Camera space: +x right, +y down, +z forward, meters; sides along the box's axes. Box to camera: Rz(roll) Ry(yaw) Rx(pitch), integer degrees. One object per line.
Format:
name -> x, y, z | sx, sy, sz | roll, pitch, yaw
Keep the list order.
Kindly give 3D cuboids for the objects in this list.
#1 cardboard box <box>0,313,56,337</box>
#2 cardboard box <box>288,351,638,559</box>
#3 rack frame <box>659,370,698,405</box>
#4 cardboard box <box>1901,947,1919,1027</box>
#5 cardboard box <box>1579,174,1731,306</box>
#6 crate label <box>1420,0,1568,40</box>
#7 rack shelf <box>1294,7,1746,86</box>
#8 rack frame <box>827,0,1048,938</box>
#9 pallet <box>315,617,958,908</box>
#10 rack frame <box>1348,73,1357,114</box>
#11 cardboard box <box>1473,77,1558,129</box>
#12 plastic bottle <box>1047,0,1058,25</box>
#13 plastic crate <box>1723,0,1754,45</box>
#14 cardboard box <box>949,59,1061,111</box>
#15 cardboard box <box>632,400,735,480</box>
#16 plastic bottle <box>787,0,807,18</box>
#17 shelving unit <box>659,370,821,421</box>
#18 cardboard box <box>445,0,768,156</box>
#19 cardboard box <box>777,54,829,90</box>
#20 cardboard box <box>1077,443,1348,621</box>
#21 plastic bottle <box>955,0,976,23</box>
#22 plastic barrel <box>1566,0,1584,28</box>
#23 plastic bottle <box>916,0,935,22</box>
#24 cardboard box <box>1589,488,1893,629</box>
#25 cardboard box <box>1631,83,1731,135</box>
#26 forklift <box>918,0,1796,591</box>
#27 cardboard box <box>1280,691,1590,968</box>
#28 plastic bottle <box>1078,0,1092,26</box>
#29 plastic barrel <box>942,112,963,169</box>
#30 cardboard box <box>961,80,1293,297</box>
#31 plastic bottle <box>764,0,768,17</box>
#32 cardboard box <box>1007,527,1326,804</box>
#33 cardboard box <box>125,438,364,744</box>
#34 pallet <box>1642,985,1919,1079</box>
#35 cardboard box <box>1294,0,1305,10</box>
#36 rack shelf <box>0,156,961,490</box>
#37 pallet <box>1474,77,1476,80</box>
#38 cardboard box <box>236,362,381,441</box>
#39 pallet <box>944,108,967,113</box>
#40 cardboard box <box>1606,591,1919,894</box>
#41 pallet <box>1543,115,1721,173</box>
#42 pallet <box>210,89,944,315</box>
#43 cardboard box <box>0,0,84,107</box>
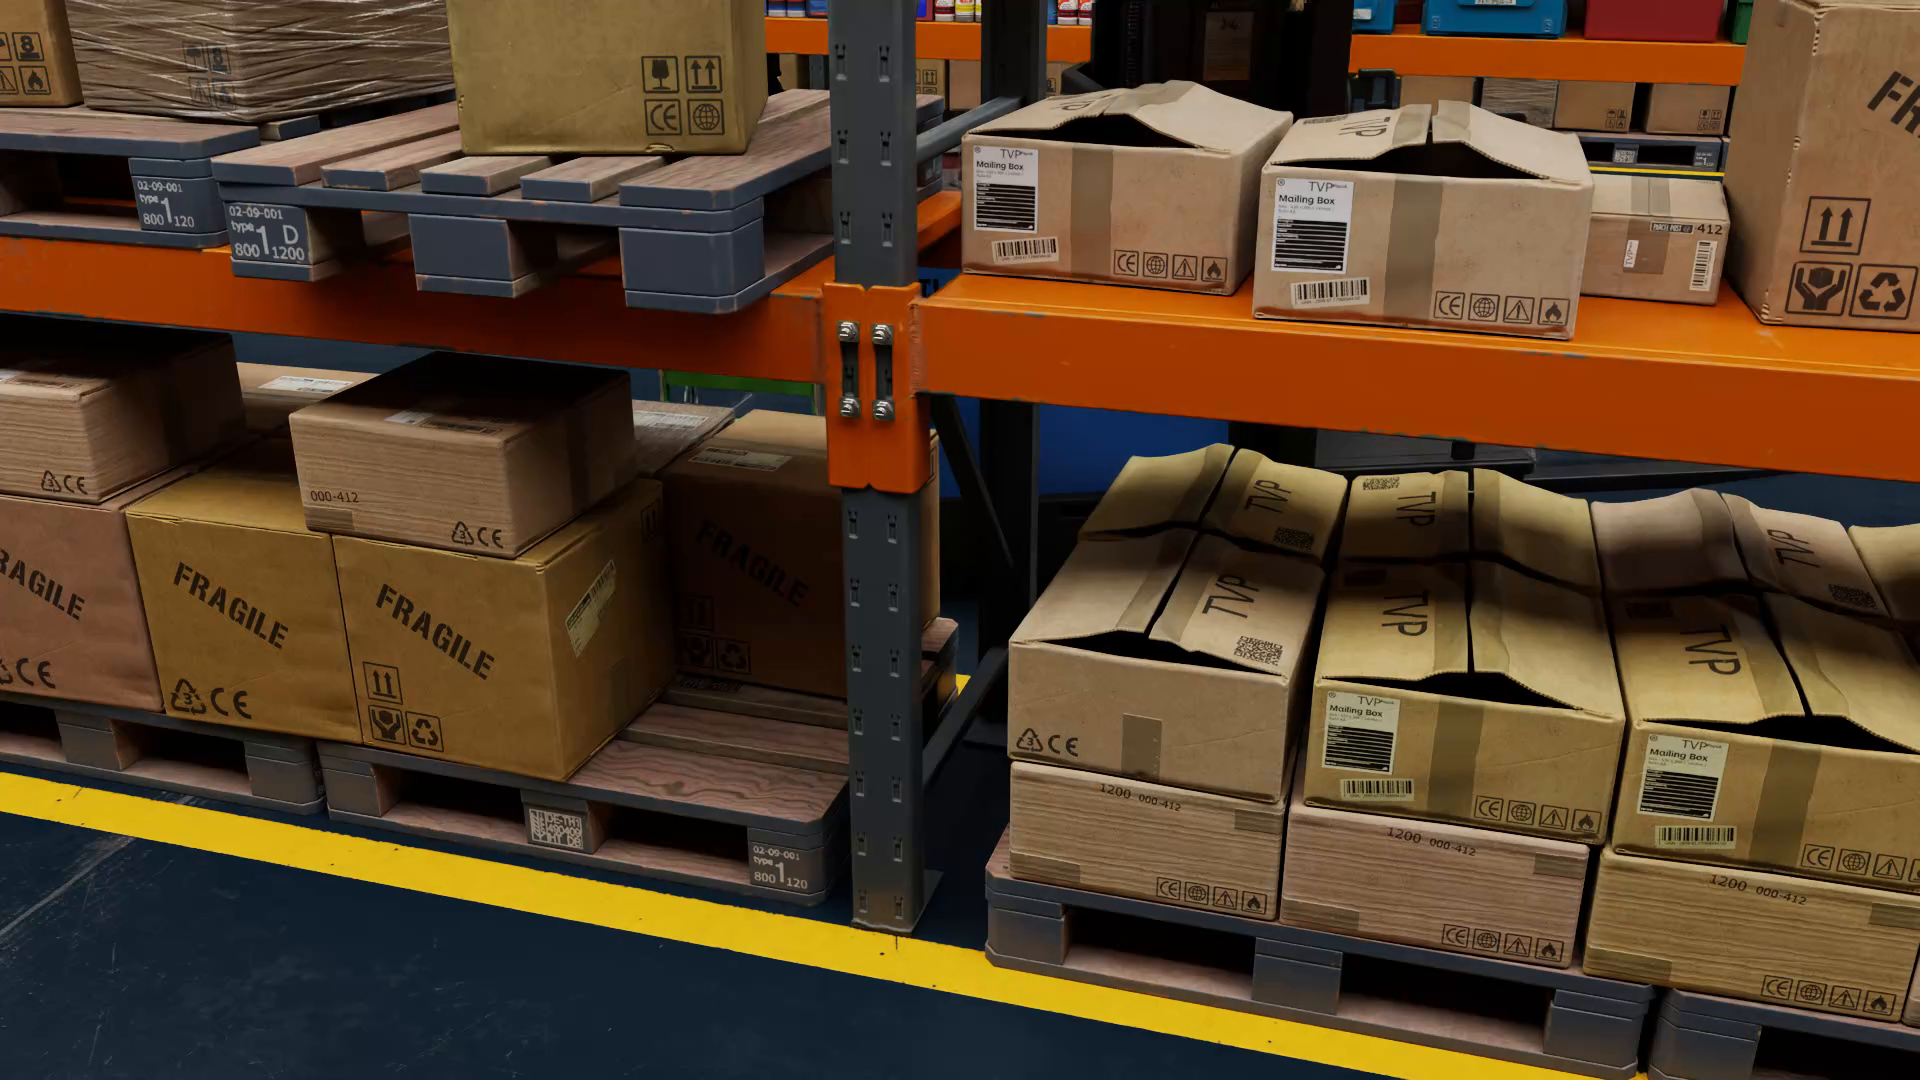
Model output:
cardboard box -> -2.493, -0.361, 3.922 | 0.500, 0.250, 0.500 | 7, 23, 16
cardboard box -> -1.032, -0.195, 3.519 | 0.500, 0.250, 0.500 | 7, 23, 18
rack frame -> -0.866, -0.570, 5.079 | 0.015, 1.200, 0.240 | 6, 23, 13
cardboard box -> 1.874, 0.629, 2.855 | 0.500, 0.250, 0.500 | 7, 23, 17
cardboard box -> 1.223, -0.544, 2.974 | 0.250, 0.149, 0.380 | 8, 24, 19
crate label -> 2.293, -2.388, 7.092 | 0.616, 0.435, 0.502 | 7, 23, 16
rack shelf -> 3.335, -2.026, 7.206 | 4.000, 0.370, 1.077 | 7, 23, 16
rack frame -> -0.014, -0.779, 3.217 | 0.127, 3.000, 1.000 | 7, 23, 16
pallet -> -0.718, 0.415, 3.979 | 1.213, 0.211, 1.003 | 7, 23, 16
rack frame -> 2.851, -4.378, 11.991 | 0.127, 3.000, 1.000 | 7, 23, 16
cardboard box -> 4.033, -3.303, 12.083 | 0.500, 0.500, 0.700 | 5, 23, 11
plastic bottle -> 0.397, -2.474, 7.519 | 0.097, 0.271, 0.097 | 0, 22, 0
plastic crate -> 3.501, -2.130, 6.790 | 0.662, 0.188, 0.450 | 7, 23, 16
cardboard box -> 0.496, -3.867, 12.992 | 0.875, 0.875, 1.225 | 6, 23, 14
cardboard box -> -0.870, -0.035, 4.118 | 0.500, 0.500, 0.500 | 6, 23, 14
plastic bottle -> -0.771, -2.608, 7.845 | 0.097, 0.271, 0.097 | 0, 22, 0
shelving unit -> -0.629, -0.547, 5.023 | 0.503, 1.200, 0.258 | 6, 23, 13
cardboard box -> -0.650, -1.048, 3.187 | 0.500, 0.500, 0.700 | -1, 22, -2
cardboard box -> -1.587, -4.129, 13.630 | 0.875, 0.875, 0.875 | 7, 23, 16
cardboard box -> 0.559, 0.007, 3.631 | 0.500, 0.311, 0.500 | 7, 23, 17
plastic bottle -> 0.024, -2.485, 7.636 | 0.097, 0.201, 0.097 | 0, 22, 0
plastic barrel -> 2.870, -2.549, 7.384 | 0.421, 0.512, 0.421 | 0, 22, 0
plastic bottle -> -0.184, -2.539, 7.661 | 0.133, 0.283, 0.061 | 7, 23, 16
cardboard box -> 1.540, 0.118, 3.361 | 0.500, 0.311, 0.500 | 6, 23, 15
cardboard box -> 5.112, -3.182, 11.789 | 0.500, 0.500, 0.700 | 5, 23, 11
forklift -> 1.159, -1.436, 4.910 | 3.031, 2.935, 1.130 | -3, 22, -6
cardboard box -> 0.884, 0.518, 3.126 | 0.500, 0.250, 0.500 | 6, 23, 14
plastic bottle -> 0.584, -2.421, 7.480 | 0.097, 0.201, 0.097 | 0, 22, 0
plastic barrel -> -0.134, -1.828, 8.399 | 0.708, 0.588, 0.600 | 7, 23, 16
cardboard box -> 0.322, -0.682, 3.098 | 0.500, 0.311, 0.500 | 8, 24, 19
plastic bottle -> -0.968, -2.644, 7.926 | 0.135, 0.276, 0.152 | 7, 23, 16
cardboard box -> 0.402, 0.203, 3.153 | 0.500, 0.311, 0.500 | 7, 23, 17
cardboard box -> -1.473, 0.100, 3.789 | 0.500, 0.500, 0.500 | 6, 23, 14
pallet -> 1.927, 0.750, 3.164 | 1.213, 0.211, 1.003 | 7, 23, 16
cardboard box -> 2.196, -3.673, 12.517 | 0.875, 0.875, 1.225 | 5, 23, 13
rack shelf -> -1.929, -0.666, 3.888 | 4.000, 0.370, 1.077 | 7, 23, 16
pallet -> 5.113, -4.765, 16.609 | 1.213, 0.211, 1.003 | 7, 23, 16
cardboard box -> -1.850, -0.148, 4.391 | 0.500, 0.500, 0.500 | 6, 23, 14
pallet -> -0.218, -3.469, 13.449 | 1.213, 0.211, 1.003 | 7, 23, 16
cardboard box -> 1.395, 0.315, 2.882 | 0.500, 0.311, 0.500 | 6, 23, 14
pallet -> 4.763, -2.867, 11.982 | 1.213, 0.211, 1.003 | 7, 23, 16
pallet -> -0.683, -0.739, 3.373 | 1.003, 0.211, 1.213 | 7, 23, 16
cardboard box -> -2.134, -1.287, 3.770 | 0.500, 0.500, 0.700 | 1, 22, 2
